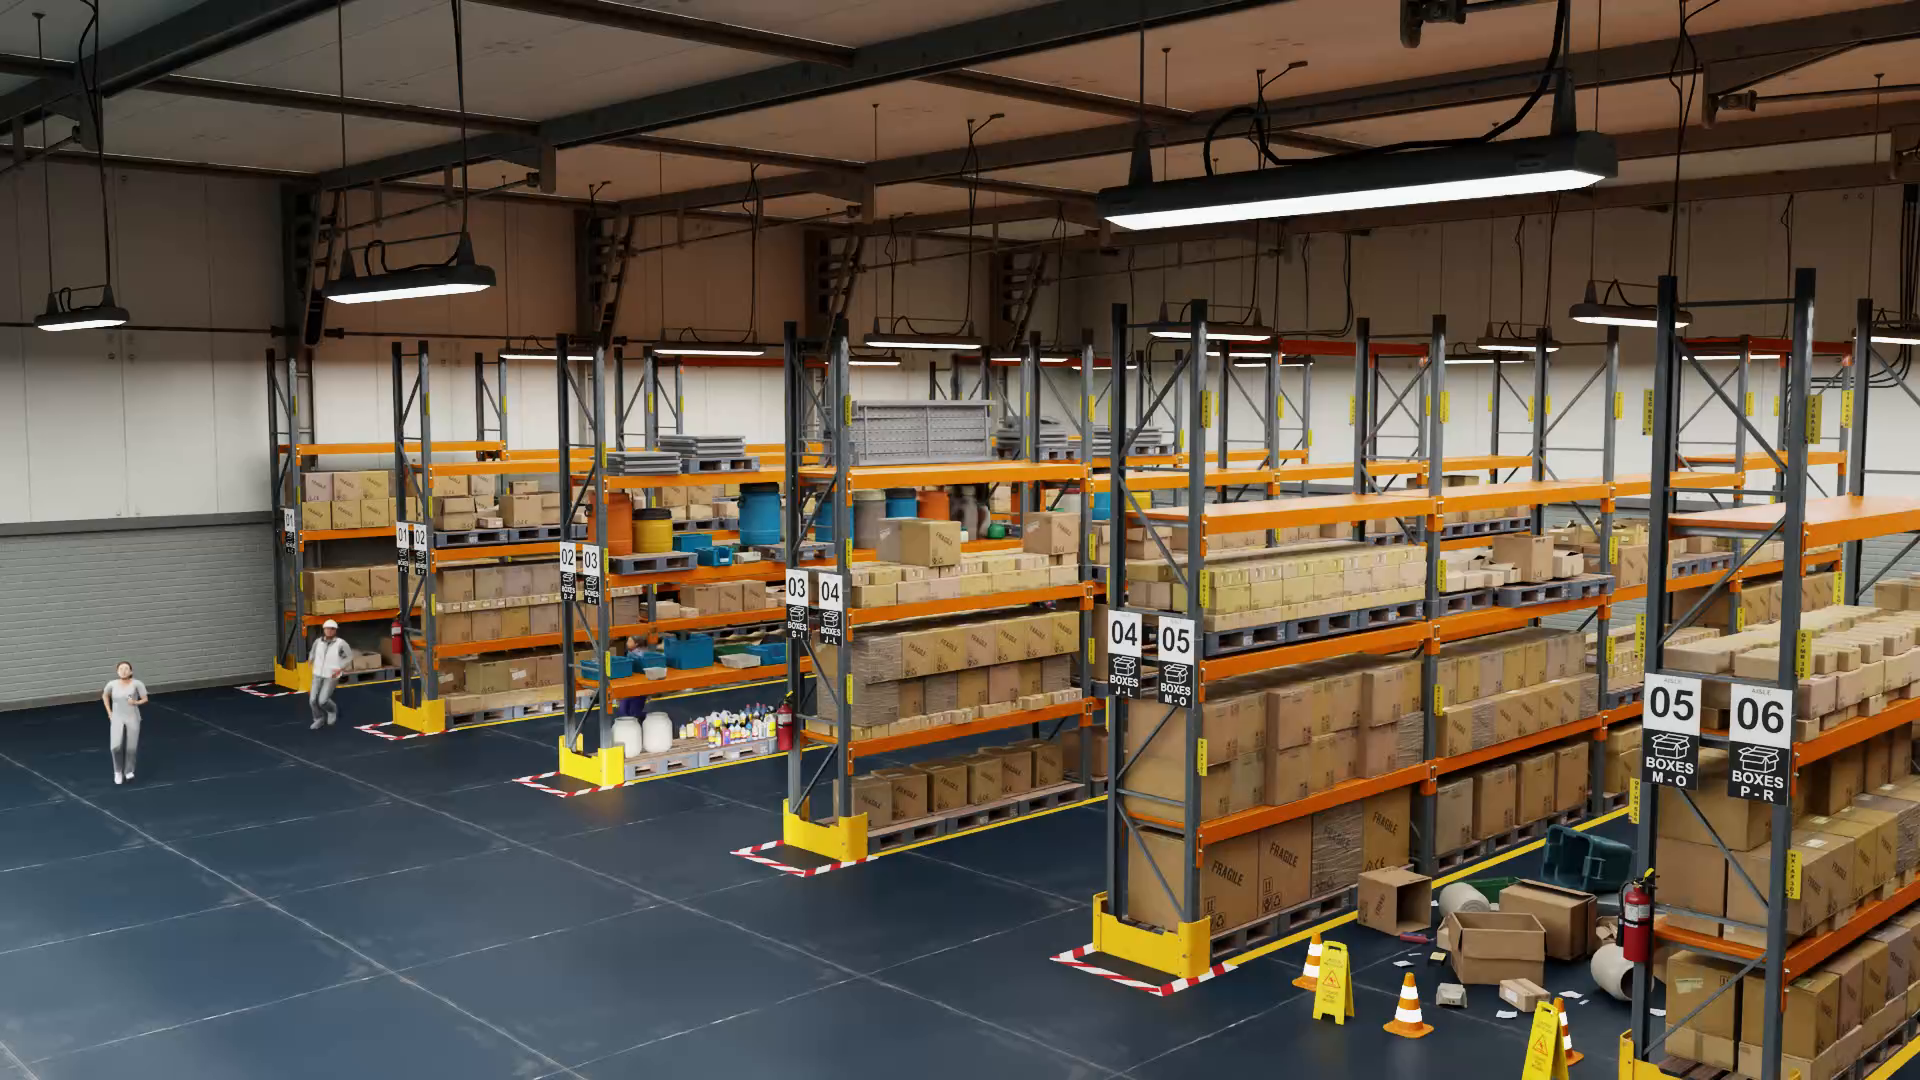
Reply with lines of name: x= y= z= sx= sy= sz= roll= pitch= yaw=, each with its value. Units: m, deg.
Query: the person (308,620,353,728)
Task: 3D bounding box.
person: x=-9.827 y=2.084 z=25.819 sx=0.664 sy=1.700 sz=0.547 roll=1 pitch=5 yaw=7

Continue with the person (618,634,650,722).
person: x=-4.819 y=2.213 z=24.740 sx=0.744 sy=1.636 sz=0.627 roll=-4 pitch=7 yaw=-41

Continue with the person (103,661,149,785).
person: x=-11.110 y=2.424 z=22.157 sx=0.560 sy=1.649 sz=0.673 roll=-2 pitch=5 yaw=-23
